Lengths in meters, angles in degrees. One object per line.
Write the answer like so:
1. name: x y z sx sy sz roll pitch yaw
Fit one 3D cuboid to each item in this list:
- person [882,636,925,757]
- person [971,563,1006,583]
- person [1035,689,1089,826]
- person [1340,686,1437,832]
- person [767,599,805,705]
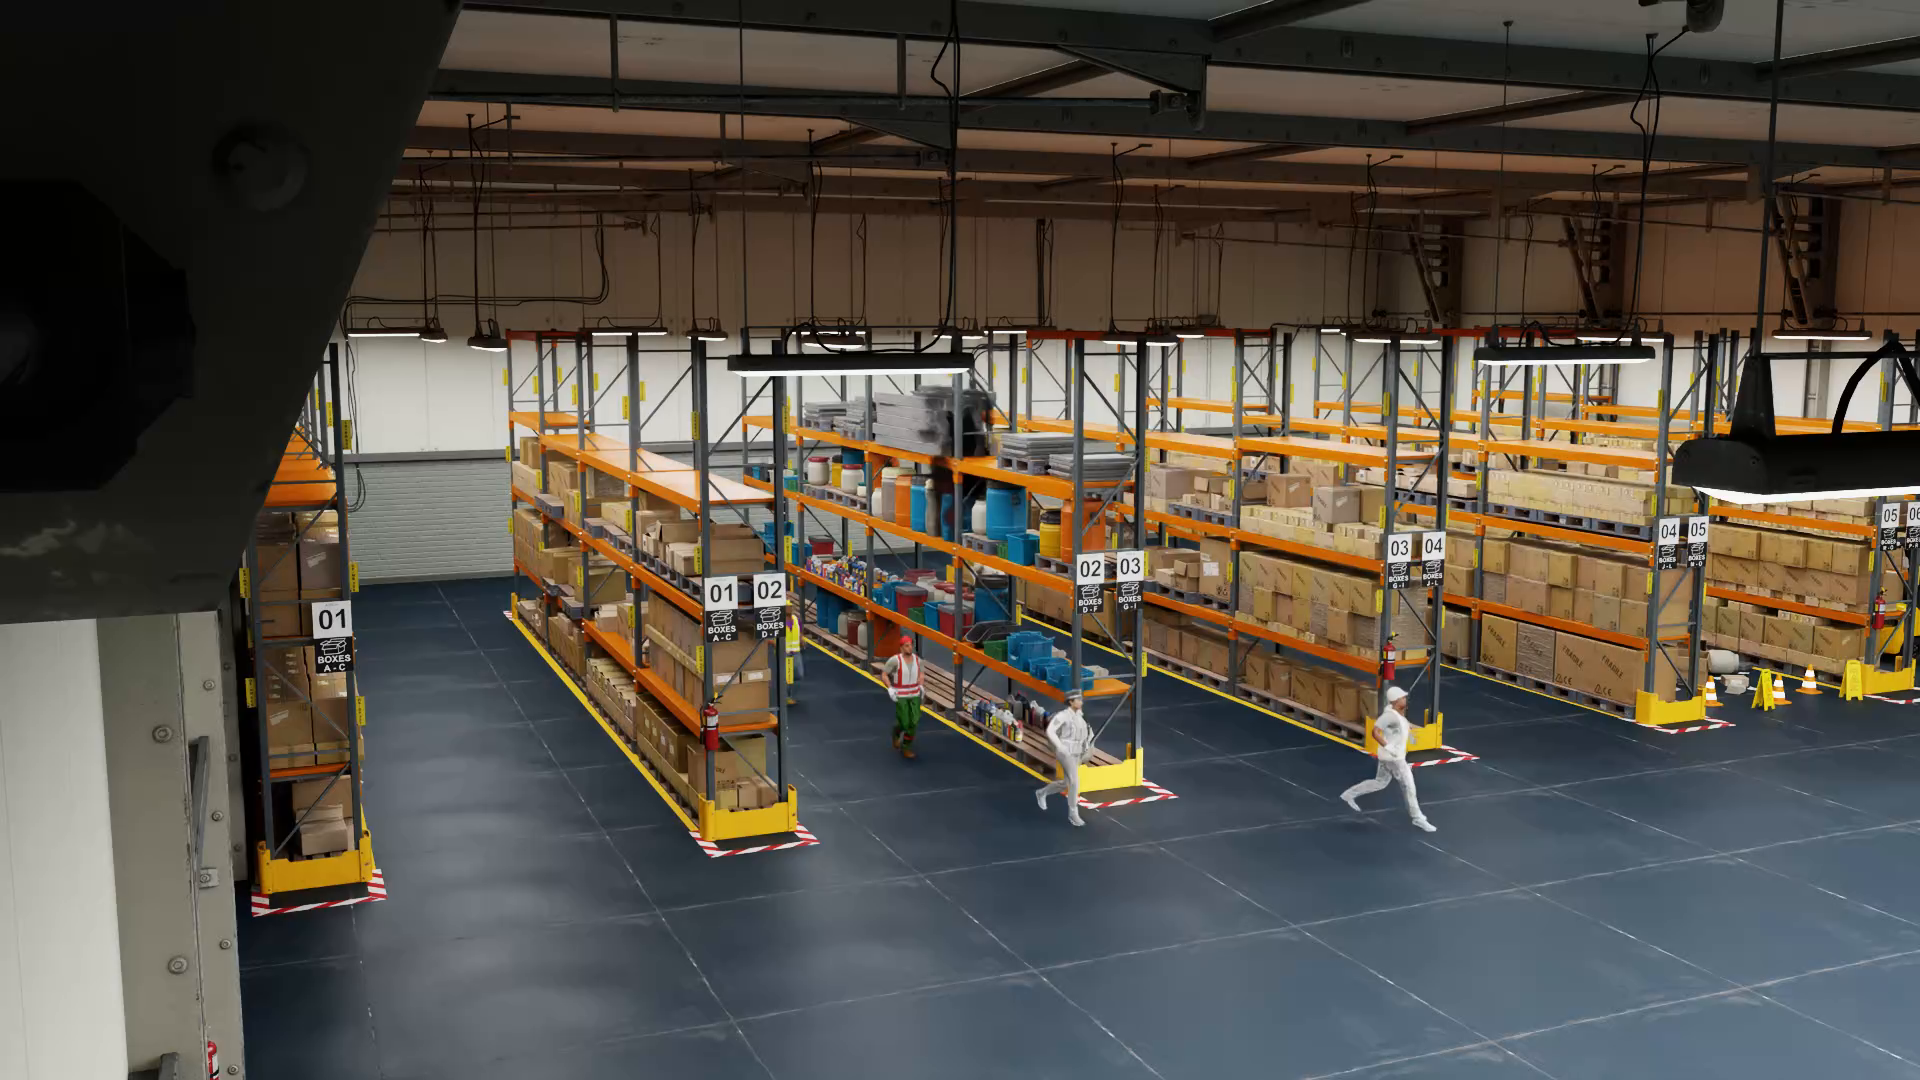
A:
1. person: -0.786 2.232 23.854 0.641 1.746 0.554 -4 9 -24
2. person: 0.575 1.027 32.567 0.662 1.792 1.049 -5 9 -33
3. person: 1.366 2.687 20.965 0.795 1.669 0.664 6 10 38
4. person: 5.303 2.676 20.522 1.166 1.786 0.647 1 8 7
5. person: -2.807 1.810 27.033 0.696 1.718 0.605 -5 9 -34
